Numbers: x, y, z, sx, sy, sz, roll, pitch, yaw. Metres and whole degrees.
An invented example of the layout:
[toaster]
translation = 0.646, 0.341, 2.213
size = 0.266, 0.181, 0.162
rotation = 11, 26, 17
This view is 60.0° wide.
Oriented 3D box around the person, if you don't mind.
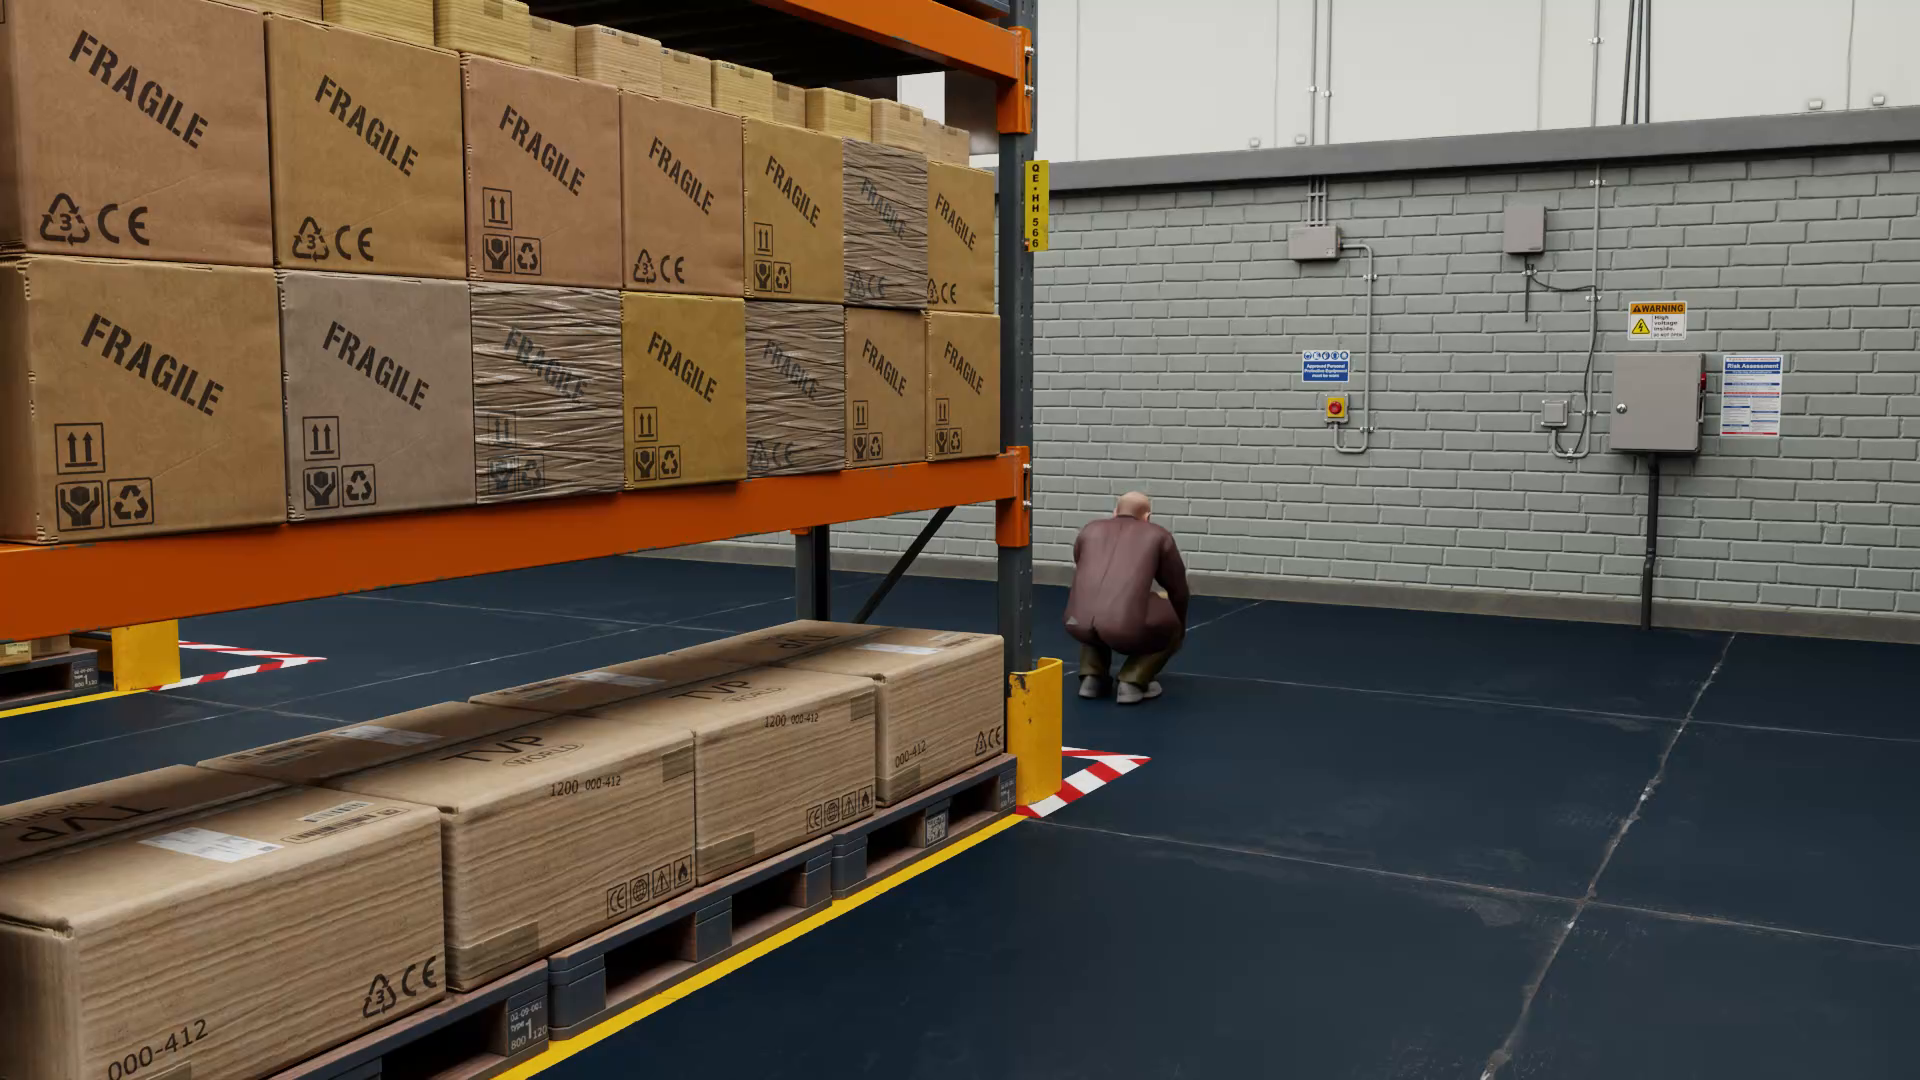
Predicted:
[person]
translation = 0.827, 0.272, 8.308
size = 0.601, 0.991, 0.904
rotation = 3, 7, 29
